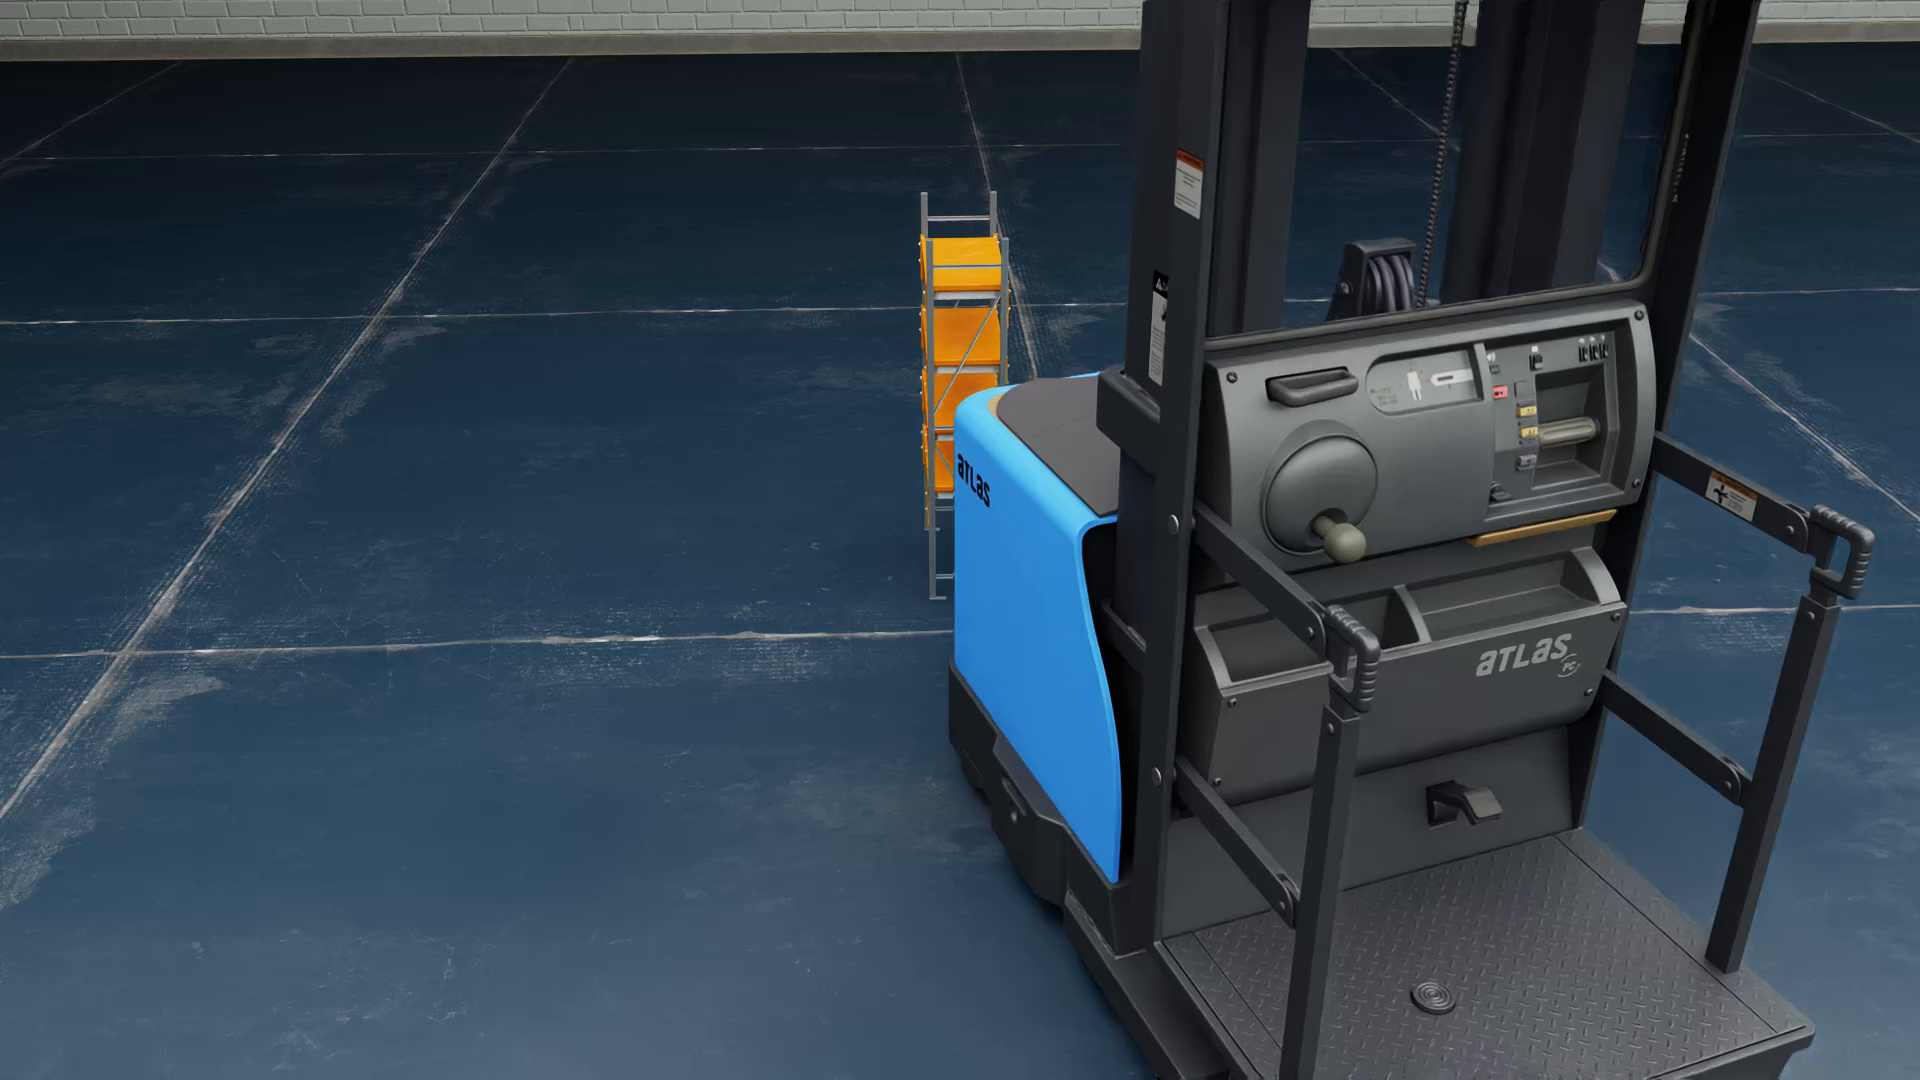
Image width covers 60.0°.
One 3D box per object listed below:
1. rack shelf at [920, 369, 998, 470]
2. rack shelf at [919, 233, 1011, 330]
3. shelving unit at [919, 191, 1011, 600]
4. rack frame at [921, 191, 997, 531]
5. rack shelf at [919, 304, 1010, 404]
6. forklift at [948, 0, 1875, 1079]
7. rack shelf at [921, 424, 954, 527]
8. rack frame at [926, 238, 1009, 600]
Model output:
[{"bbox_3d":[0.009,-0.396,5.357,0.258,0.148,0.480,-1,28,-3],"label":"rack shelf"},{"bbox_3d":[0.009,-0.804,5.144,0.258,0.148,0.480,-1,28,-3],"label":"rack shelf"},{"bbox_3d":[0.009,-0.456,5.326,0.258,1.200,0.503,-1,28,-3],"label":"shelving unit"},{"bbox_3d":[-0.004,-0.568,5.542,0.240,1.200,0.015,-1,28,-3],"label":"rack frame"},{"bbox_3d":[0.009,-0.594,5.254,0.258,0.148,0.480,-1,28,-3],"label":"rack shelf"},{"bbox_3d":[0.971,-0.161,2.889,1.130,2.935,3.031,-10,29,-19],"label":"forklift"},{"bbox_3d":[0.009,-0.220,5.449,0.258,0.148,0.480,-1,28,-3],"label":"rack shelf"},{"bbox_3d":[0.021,-0.343,5.110,0.240,1.200,0.015,-1,28,-3],"label":"rack frame"}]
